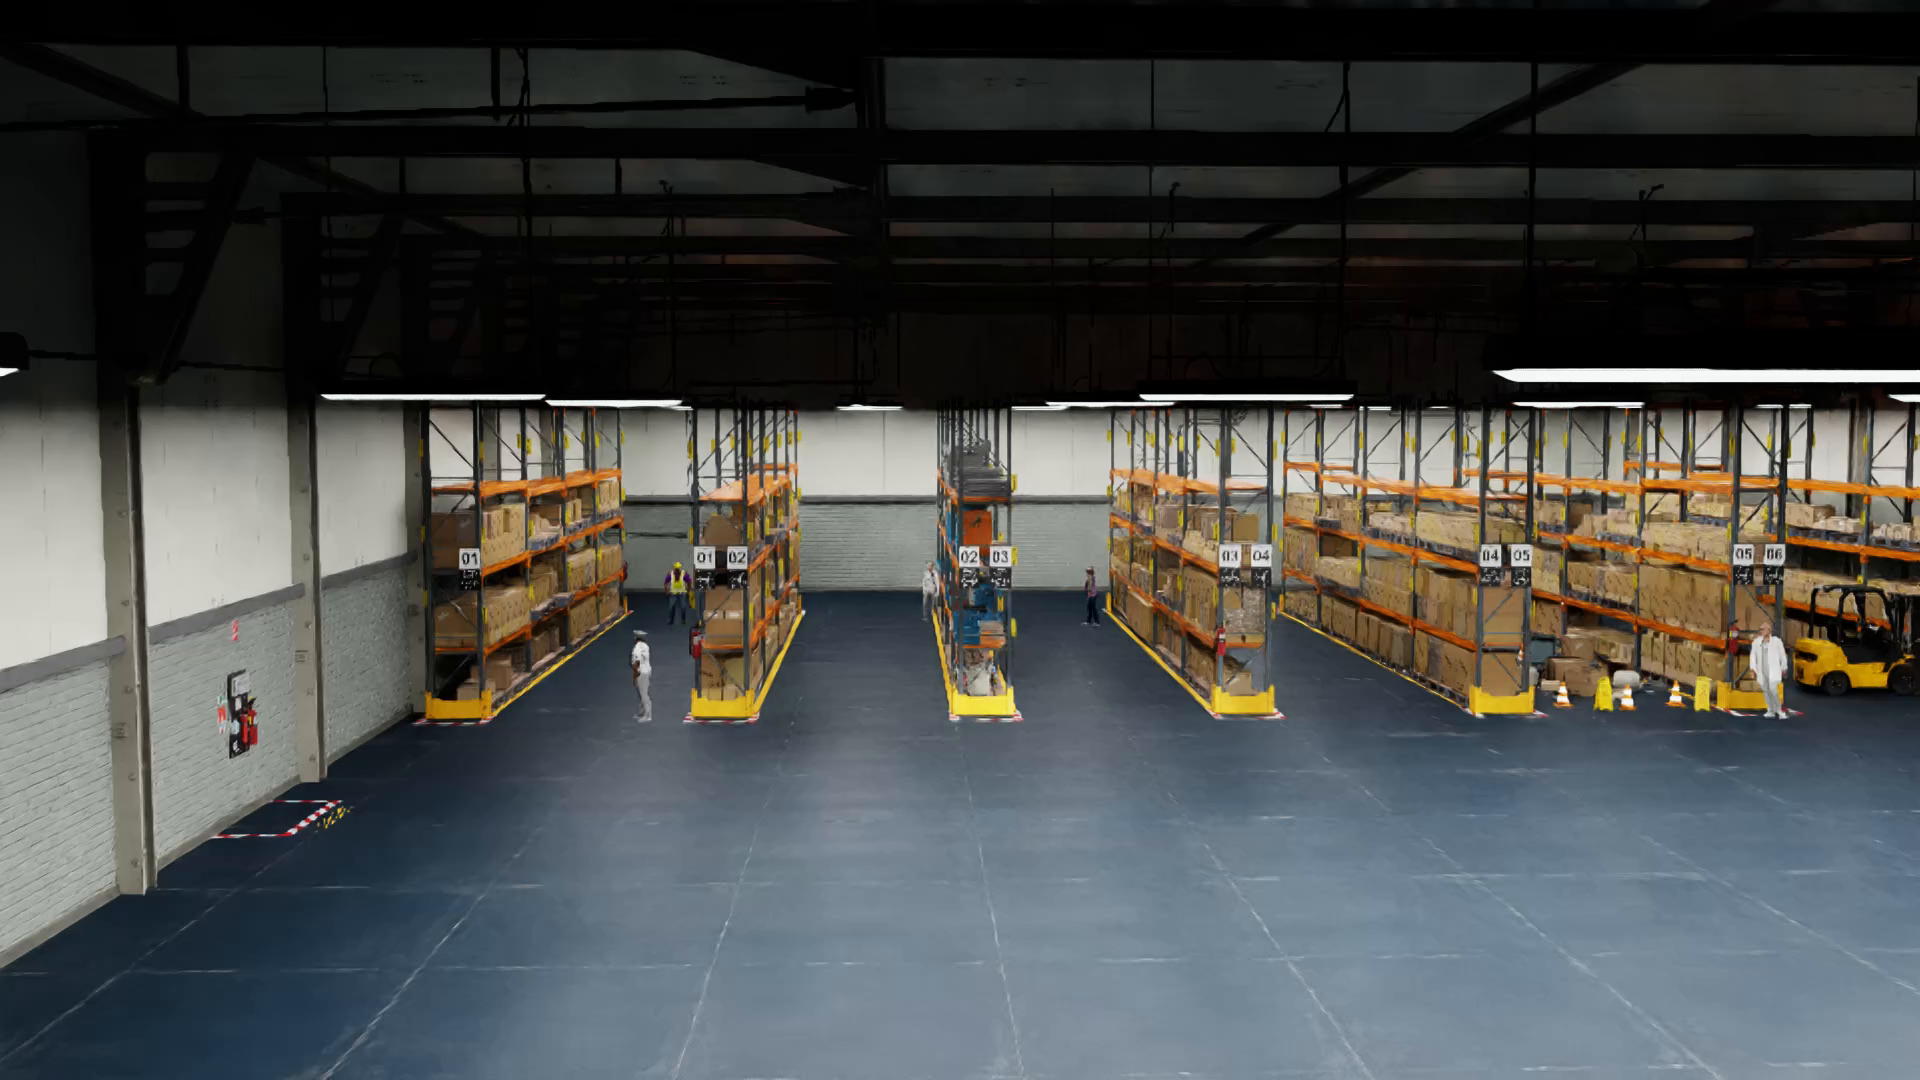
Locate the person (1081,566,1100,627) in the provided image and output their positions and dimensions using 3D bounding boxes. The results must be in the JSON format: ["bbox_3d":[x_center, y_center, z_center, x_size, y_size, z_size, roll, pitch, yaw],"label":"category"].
[{"bbox_3d":[3.471,1.495,44.261,0.536,1.587,0.557,1,4,11],"label":"person"}]

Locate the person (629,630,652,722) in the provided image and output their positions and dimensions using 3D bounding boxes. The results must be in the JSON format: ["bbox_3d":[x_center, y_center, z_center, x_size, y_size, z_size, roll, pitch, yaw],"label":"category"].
[{"bbox_3d":[-5.910,2.502,30.805,0.471,1.659,0.625,1,4,9],"label":"person"}]

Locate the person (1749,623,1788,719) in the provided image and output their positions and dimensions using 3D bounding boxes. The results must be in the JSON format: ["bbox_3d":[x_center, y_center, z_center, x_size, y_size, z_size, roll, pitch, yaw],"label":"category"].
[{"bbox_3d":[15.086,2.430,30.981,0.528,1.764,0.699,-4,6,-42],"label":"person"}]

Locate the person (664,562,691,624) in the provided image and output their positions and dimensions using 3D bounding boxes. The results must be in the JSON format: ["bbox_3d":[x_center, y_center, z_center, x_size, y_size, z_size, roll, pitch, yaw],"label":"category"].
[{"bbox_3d":[-7.586,1.426,44.673,0.719,1.714,0.578,0,4,-4],"label":"person"}]

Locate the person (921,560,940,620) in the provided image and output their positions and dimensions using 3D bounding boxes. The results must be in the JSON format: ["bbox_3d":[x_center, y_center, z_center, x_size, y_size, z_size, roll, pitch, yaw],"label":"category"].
[{"bbox_3d":[-0.782,1.366,45.720,0.505,1.640,0.913,1,5,14],"label":"person"}]
